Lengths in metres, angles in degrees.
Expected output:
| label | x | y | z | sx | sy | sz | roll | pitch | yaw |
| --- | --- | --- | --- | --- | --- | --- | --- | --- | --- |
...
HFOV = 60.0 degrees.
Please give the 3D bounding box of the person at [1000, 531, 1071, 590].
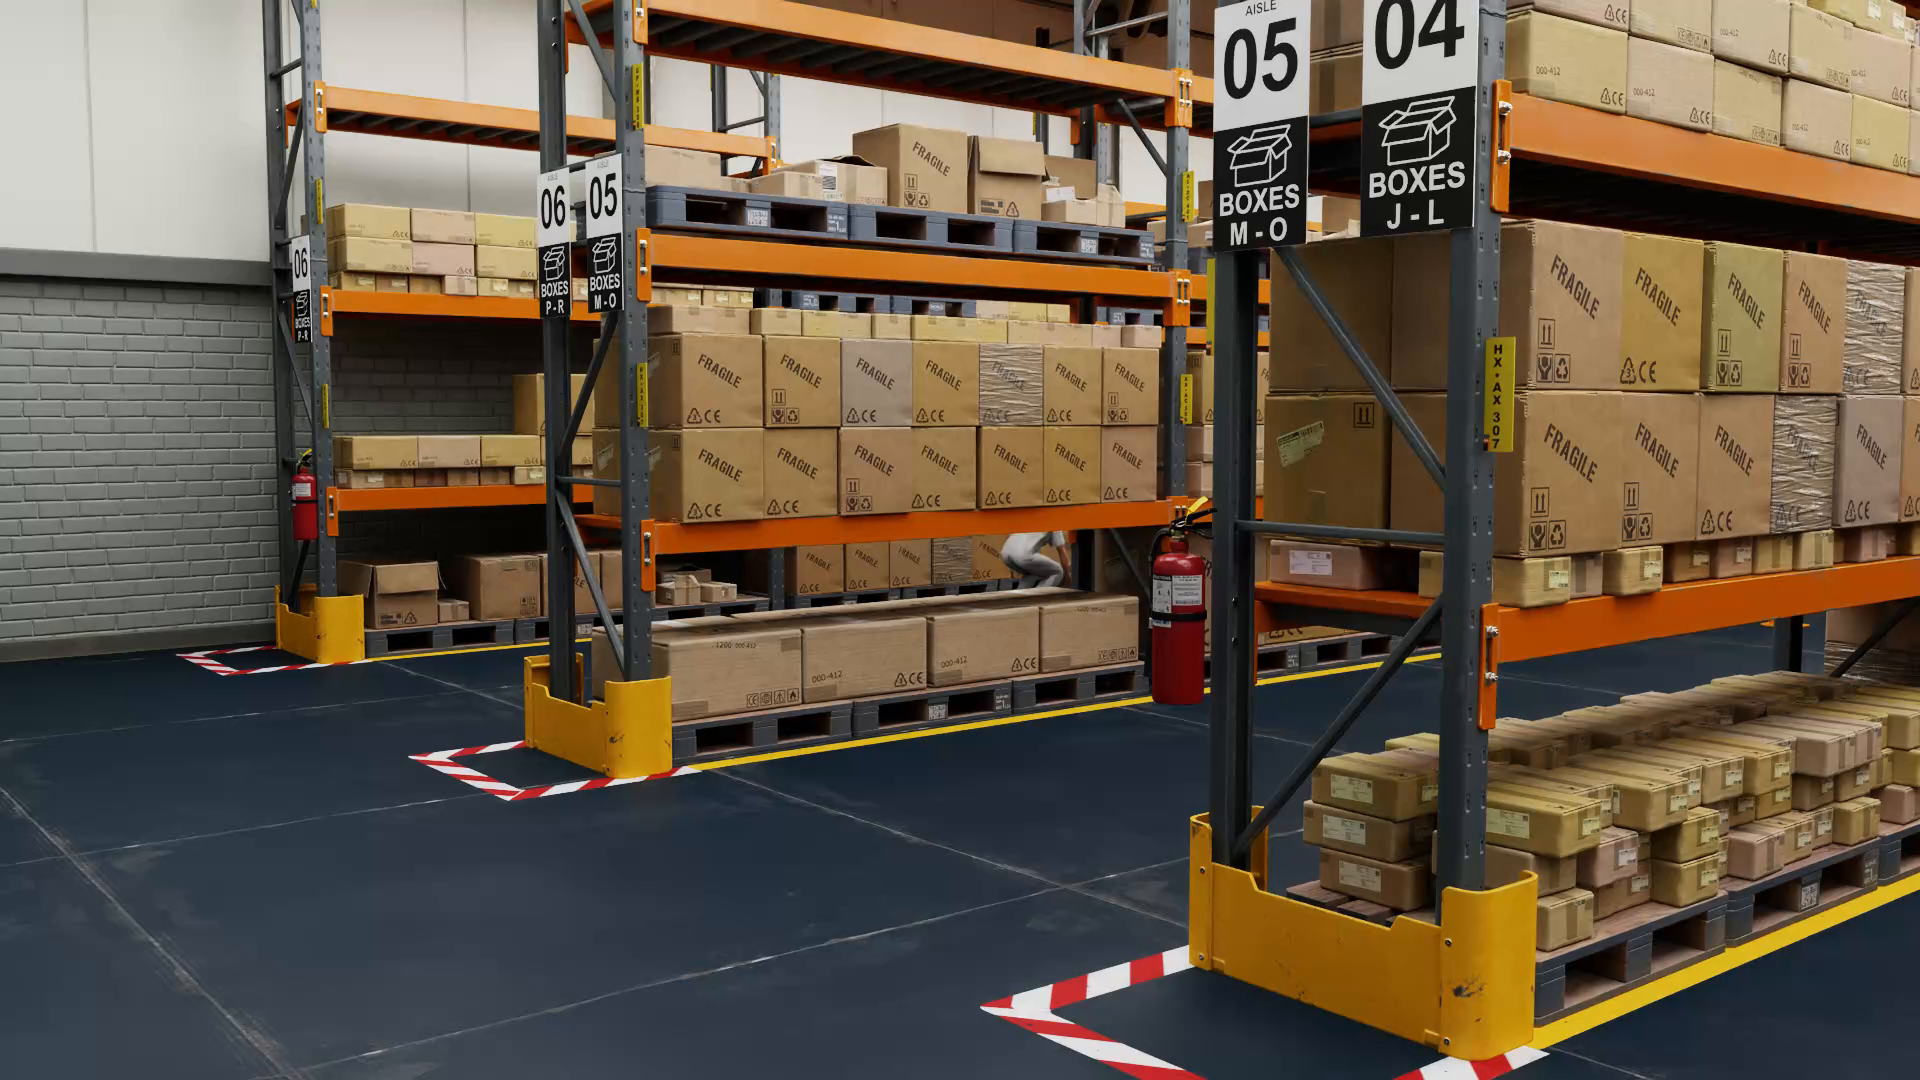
| label | x | y | z | sx | sy | sz | roll | pitch | yaw |
| --- | --- | --- | --- | --- | --- | --- | --- | --- | --- |
| person | 0.712 | 0.173 | 15.712 | 0.763 | 1.028 | 0.489 | -4 | 6 | -40 |
